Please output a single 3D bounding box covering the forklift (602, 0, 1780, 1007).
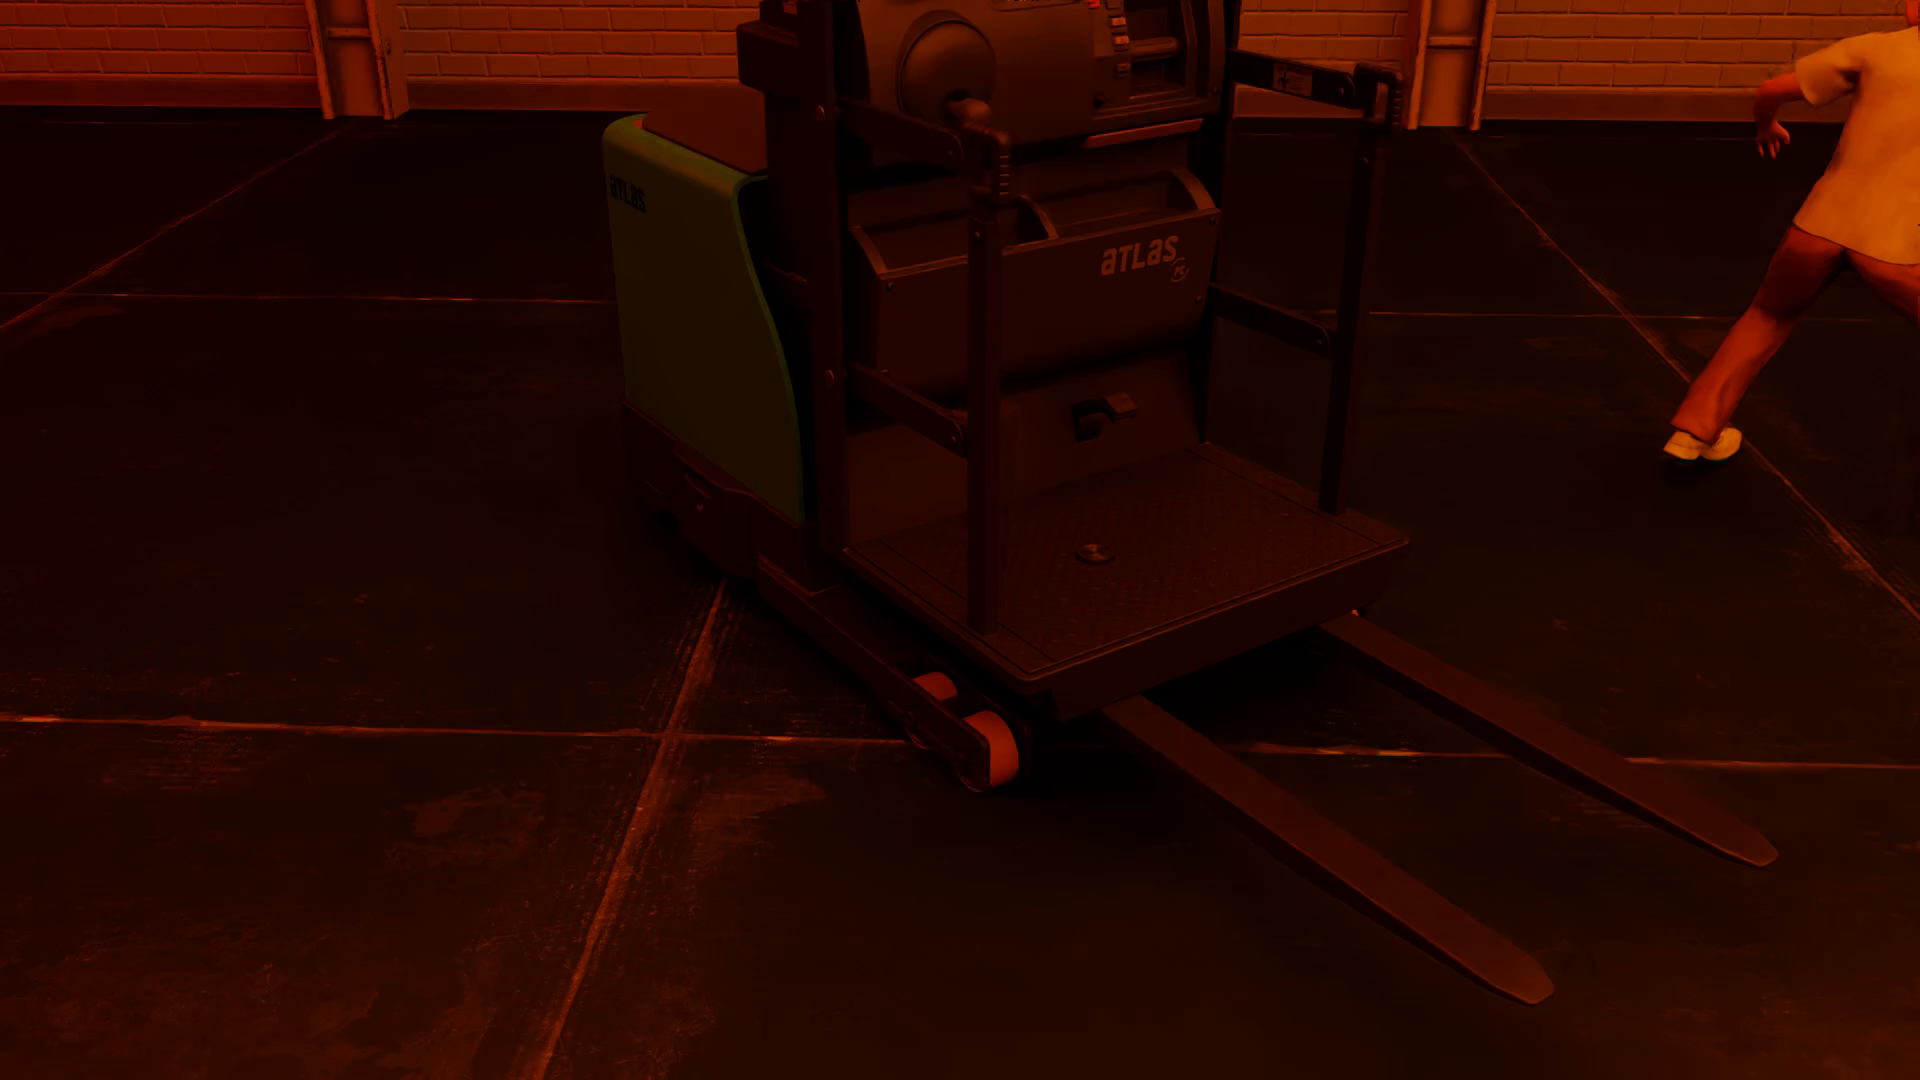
[{"bbox_3d":[0.302,-1.032,3.301,1.130,2.935,3.031,-17,31,-30],"label":"forklift"}]

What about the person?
[{"bbox_3d":[2.517,-0.763,4.471,0.955,1.611,0.522,22,34,38],"label":"person"}]
